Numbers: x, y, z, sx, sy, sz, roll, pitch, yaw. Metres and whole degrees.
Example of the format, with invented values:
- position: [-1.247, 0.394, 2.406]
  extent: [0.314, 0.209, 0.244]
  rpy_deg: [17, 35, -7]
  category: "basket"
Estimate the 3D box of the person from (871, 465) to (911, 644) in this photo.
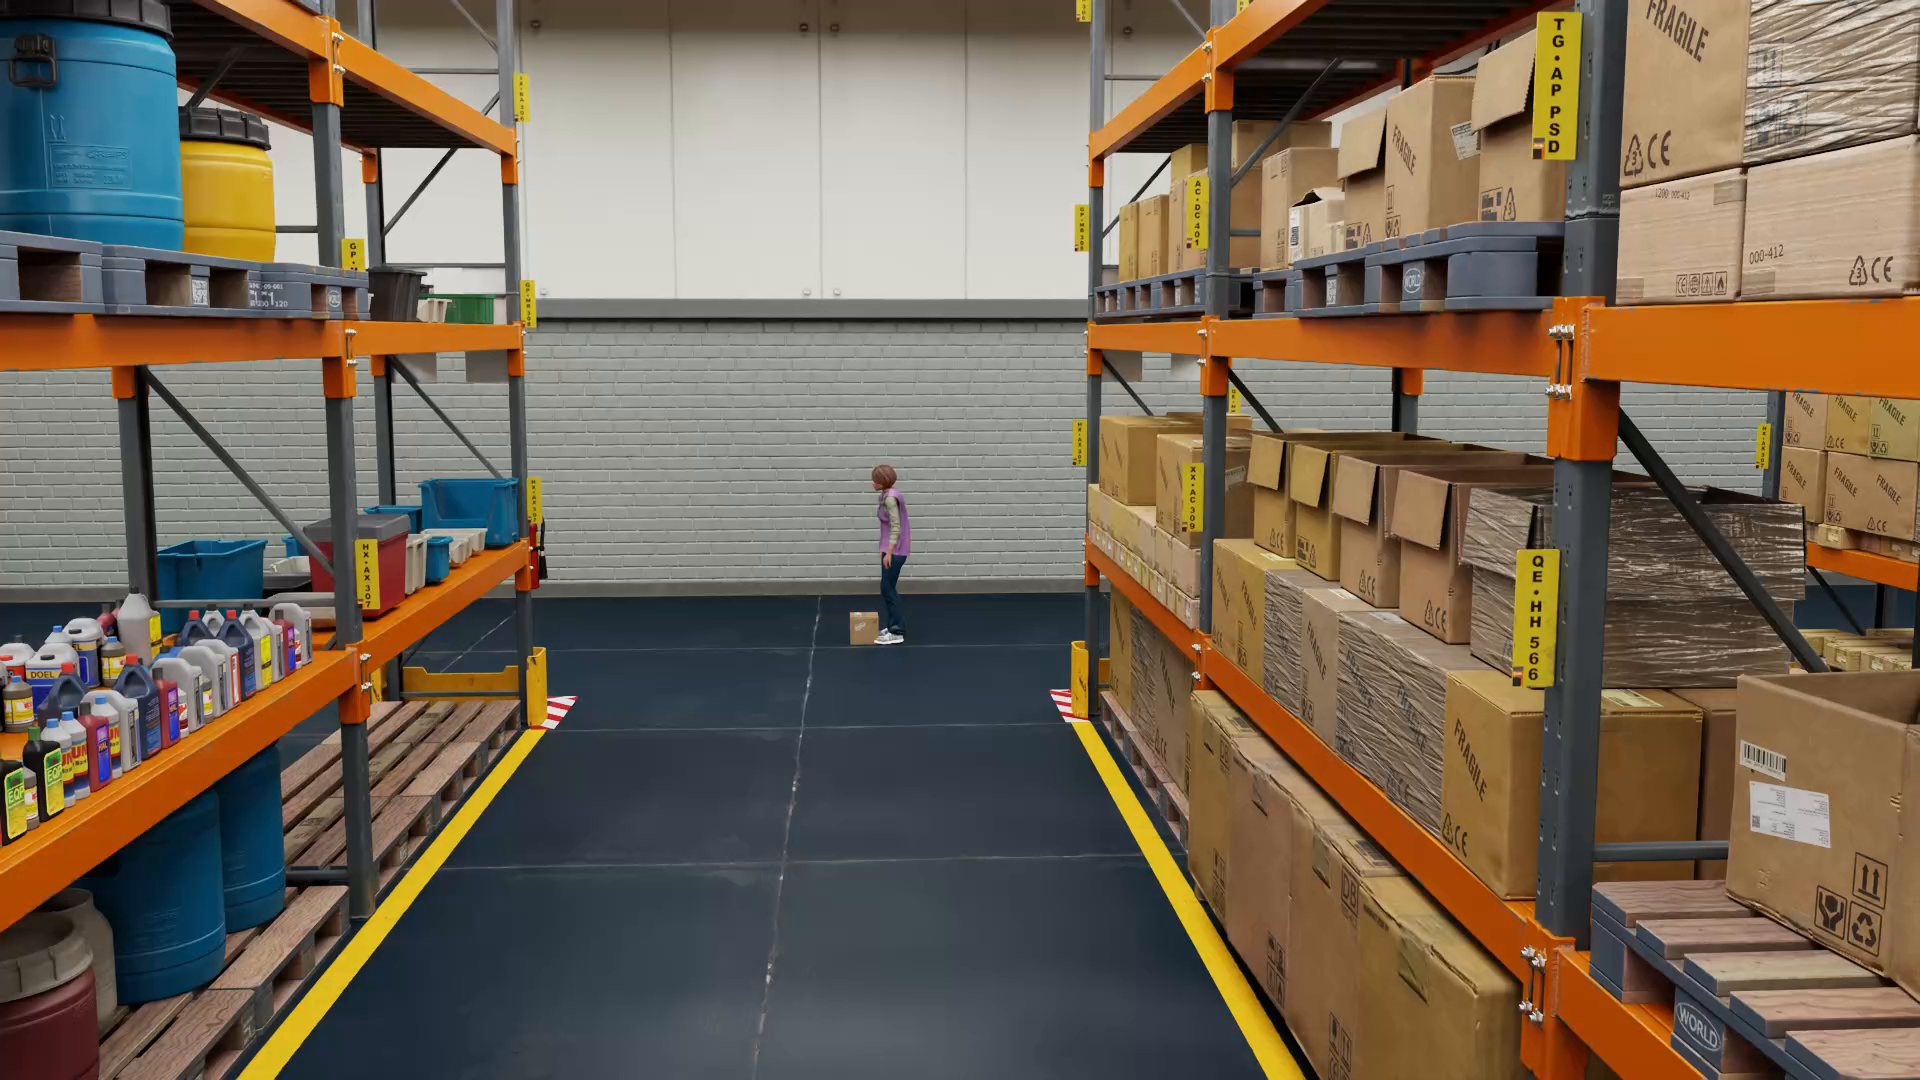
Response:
- position: [-0.616, 0.122, 14.819]
  extent: [0.340, 1.594, 0.483]
  rpy_deg: [-1, 7, -6]
  category: "person"
